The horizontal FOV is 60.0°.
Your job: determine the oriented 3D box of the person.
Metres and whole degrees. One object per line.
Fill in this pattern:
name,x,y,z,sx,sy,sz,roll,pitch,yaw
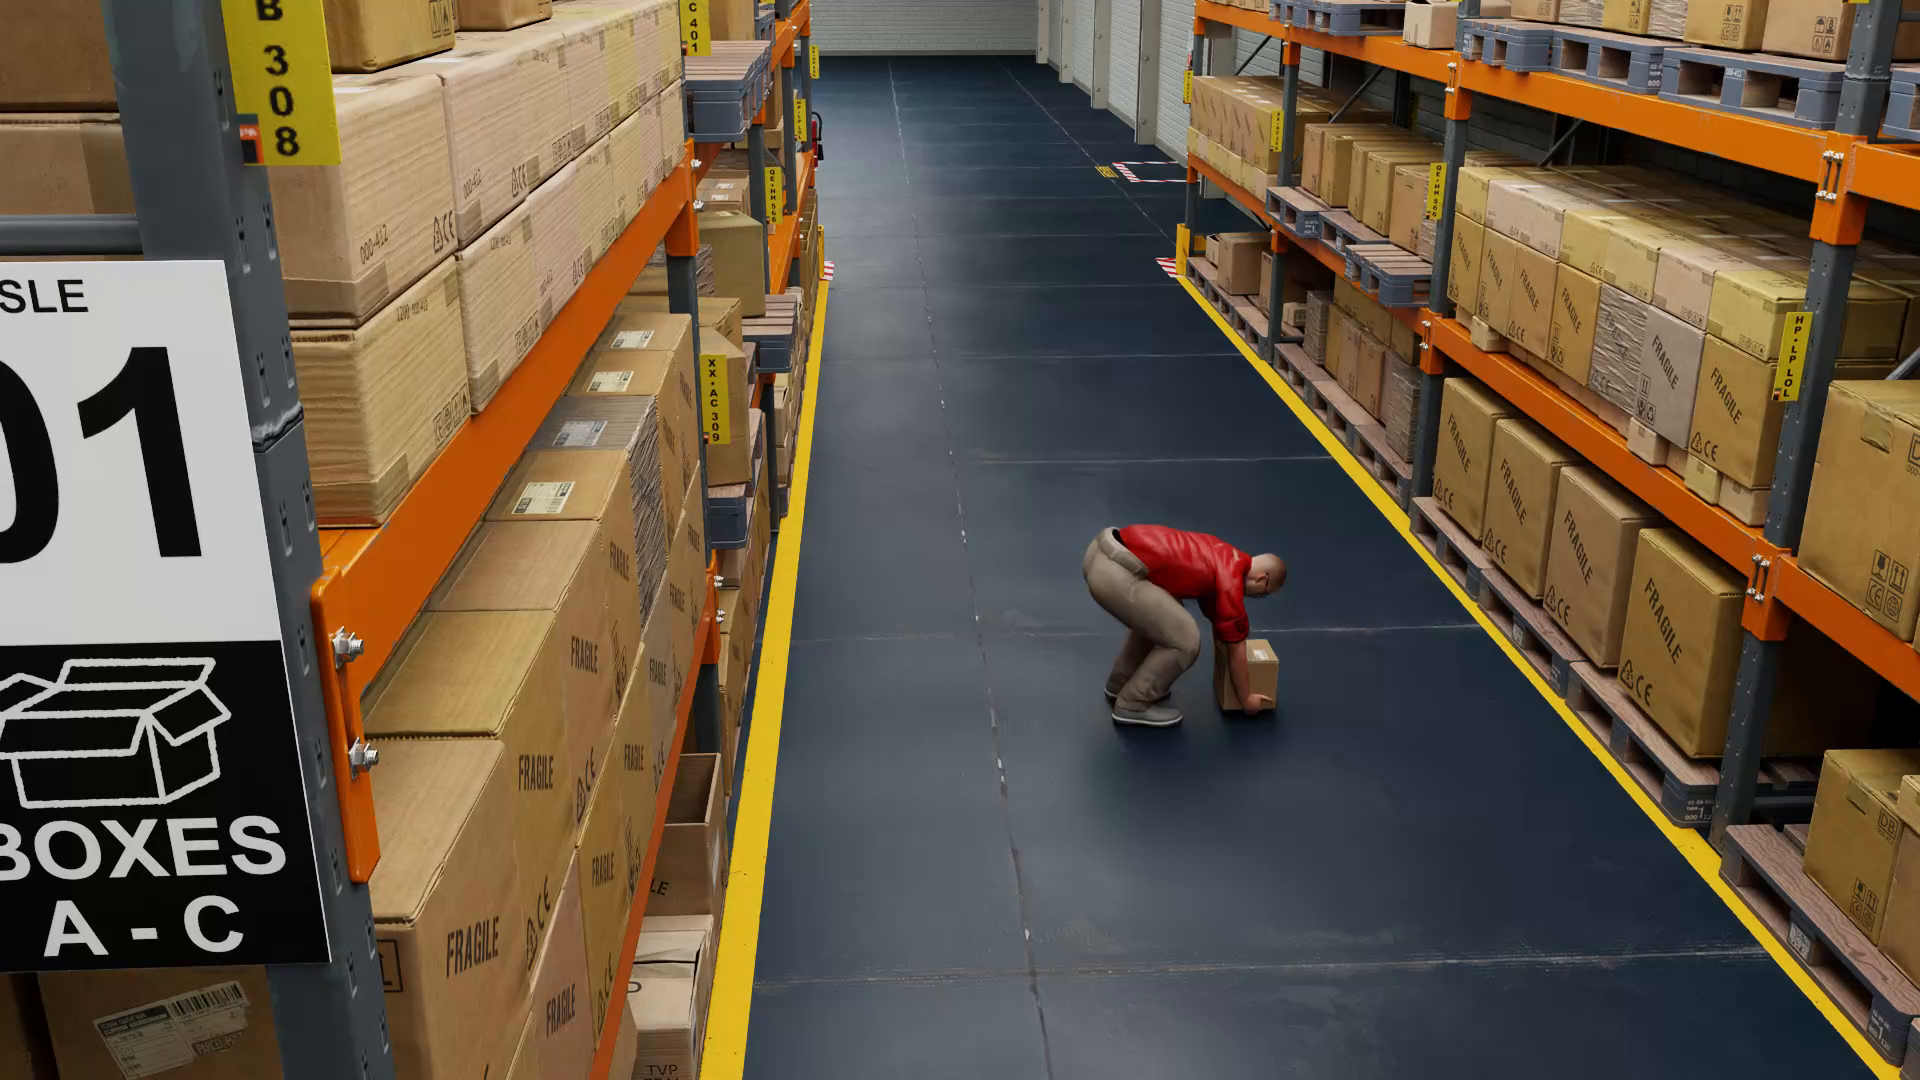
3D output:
person,1.043,0.379,7.775,0.956,0.896,0.540,-2,20,-6
